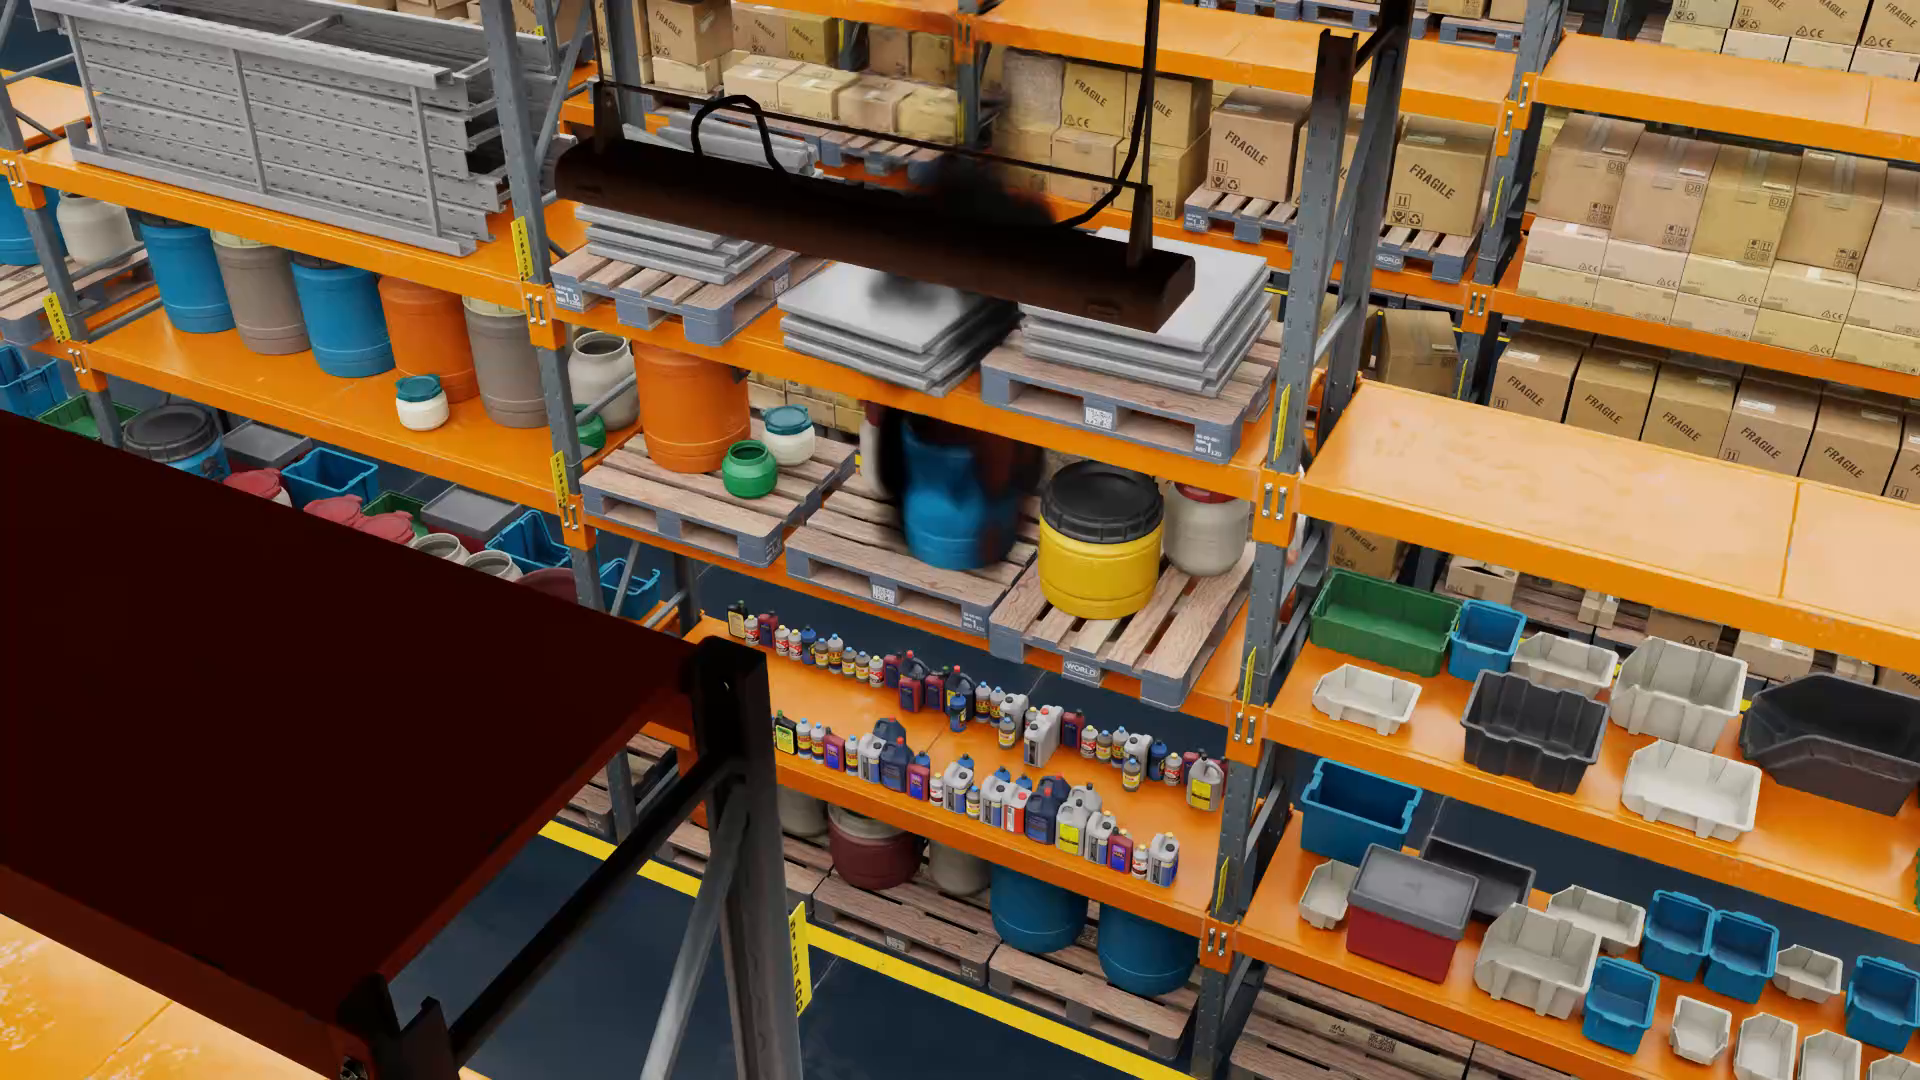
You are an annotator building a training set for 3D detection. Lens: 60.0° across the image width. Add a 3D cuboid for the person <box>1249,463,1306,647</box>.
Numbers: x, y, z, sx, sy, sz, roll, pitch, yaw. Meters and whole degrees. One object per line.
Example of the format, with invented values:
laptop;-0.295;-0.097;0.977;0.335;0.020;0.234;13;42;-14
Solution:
person;2.477;0.221;12.014;0.841;1.791;0.667;13;37;18
